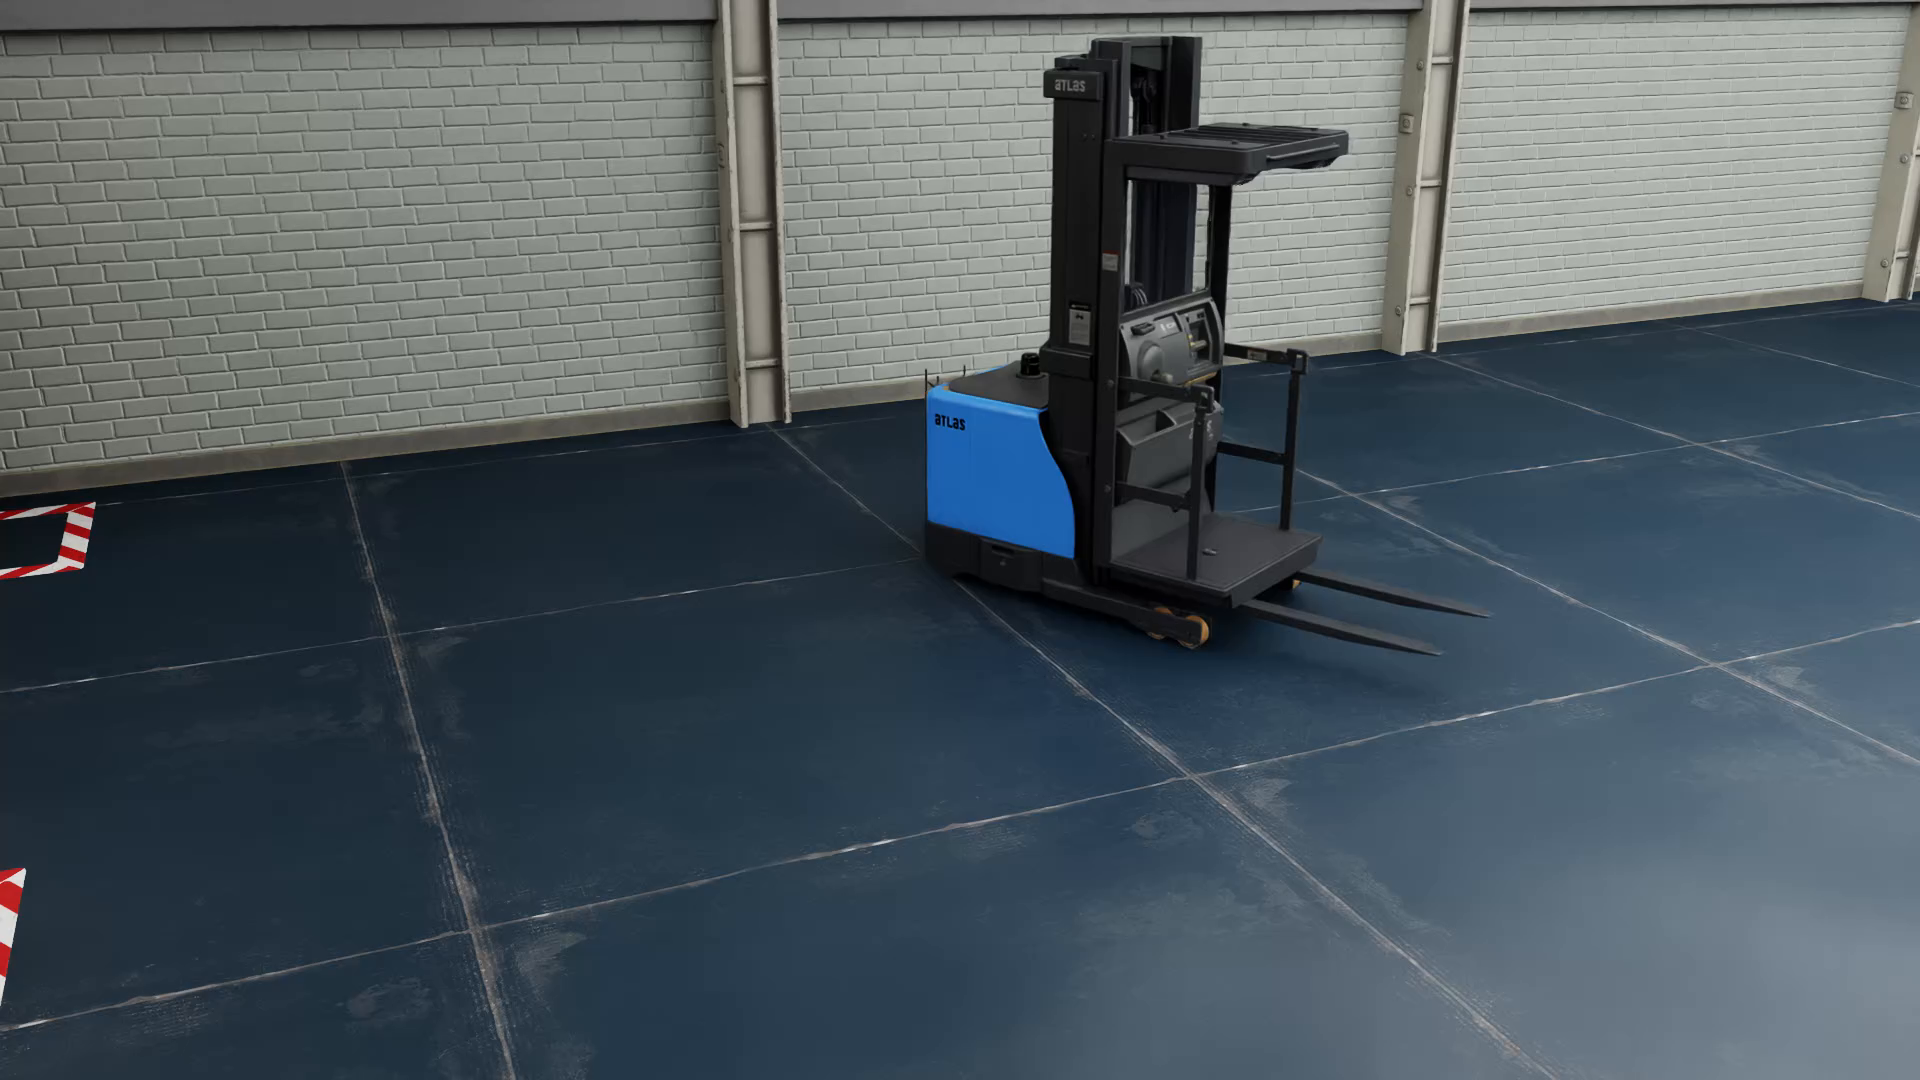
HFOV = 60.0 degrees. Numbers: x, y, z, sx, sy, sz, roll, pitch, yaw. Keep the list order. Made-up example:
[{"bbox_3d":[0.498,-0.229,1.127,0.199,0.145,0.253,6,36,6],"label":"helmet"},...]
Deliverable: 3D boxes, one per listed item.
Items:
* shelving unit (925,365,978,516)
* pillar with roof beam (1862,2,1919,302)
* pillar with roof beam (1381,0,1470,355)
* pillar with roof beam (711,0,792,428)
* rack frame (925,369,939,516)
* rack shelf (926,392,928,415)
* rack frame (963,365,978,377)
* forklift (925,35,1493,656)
[{"bbox_3d":[-0.050,-0.488,9.828,0.252,1.050,0.215,-8,21,-22],"label":"shelving unit"},{"bbox_3d":[11.212,-5.419,11.863,0.400,9.000,9.100,-8,21,-22],"label":"pillar with roof beam"},{"bbox_3d":[5.702,-4.630,9.621,0.400,9.000,9.100,-8,21,-22],"label":"pillar with roof beam"},{"bbox_3d":[0.193,-3.840,7.380,0.400,9.000,9.100,-8,21,-22],"label":"pillar with roof beam"},{"bbox_3d":[-0.162,-0.472,9.782,0.008,1.050,0.200,-8,21,-22],"label":"rack frame"},{"bbox_3d":[-0.050,-0.746,9.737,0.240,0.259,0.215,-8,21,-22],"label":"rack shelf"},{"bbox_3d":[0.062,-0.505,9.874,0.008,1.050,0.200,-8,21,-22],"label":"rack frame"},{"bbox_3d":[1.270,-1.030,8.533,3.031,2.935,1.130,15,24,36],"label":"forklift"}]
